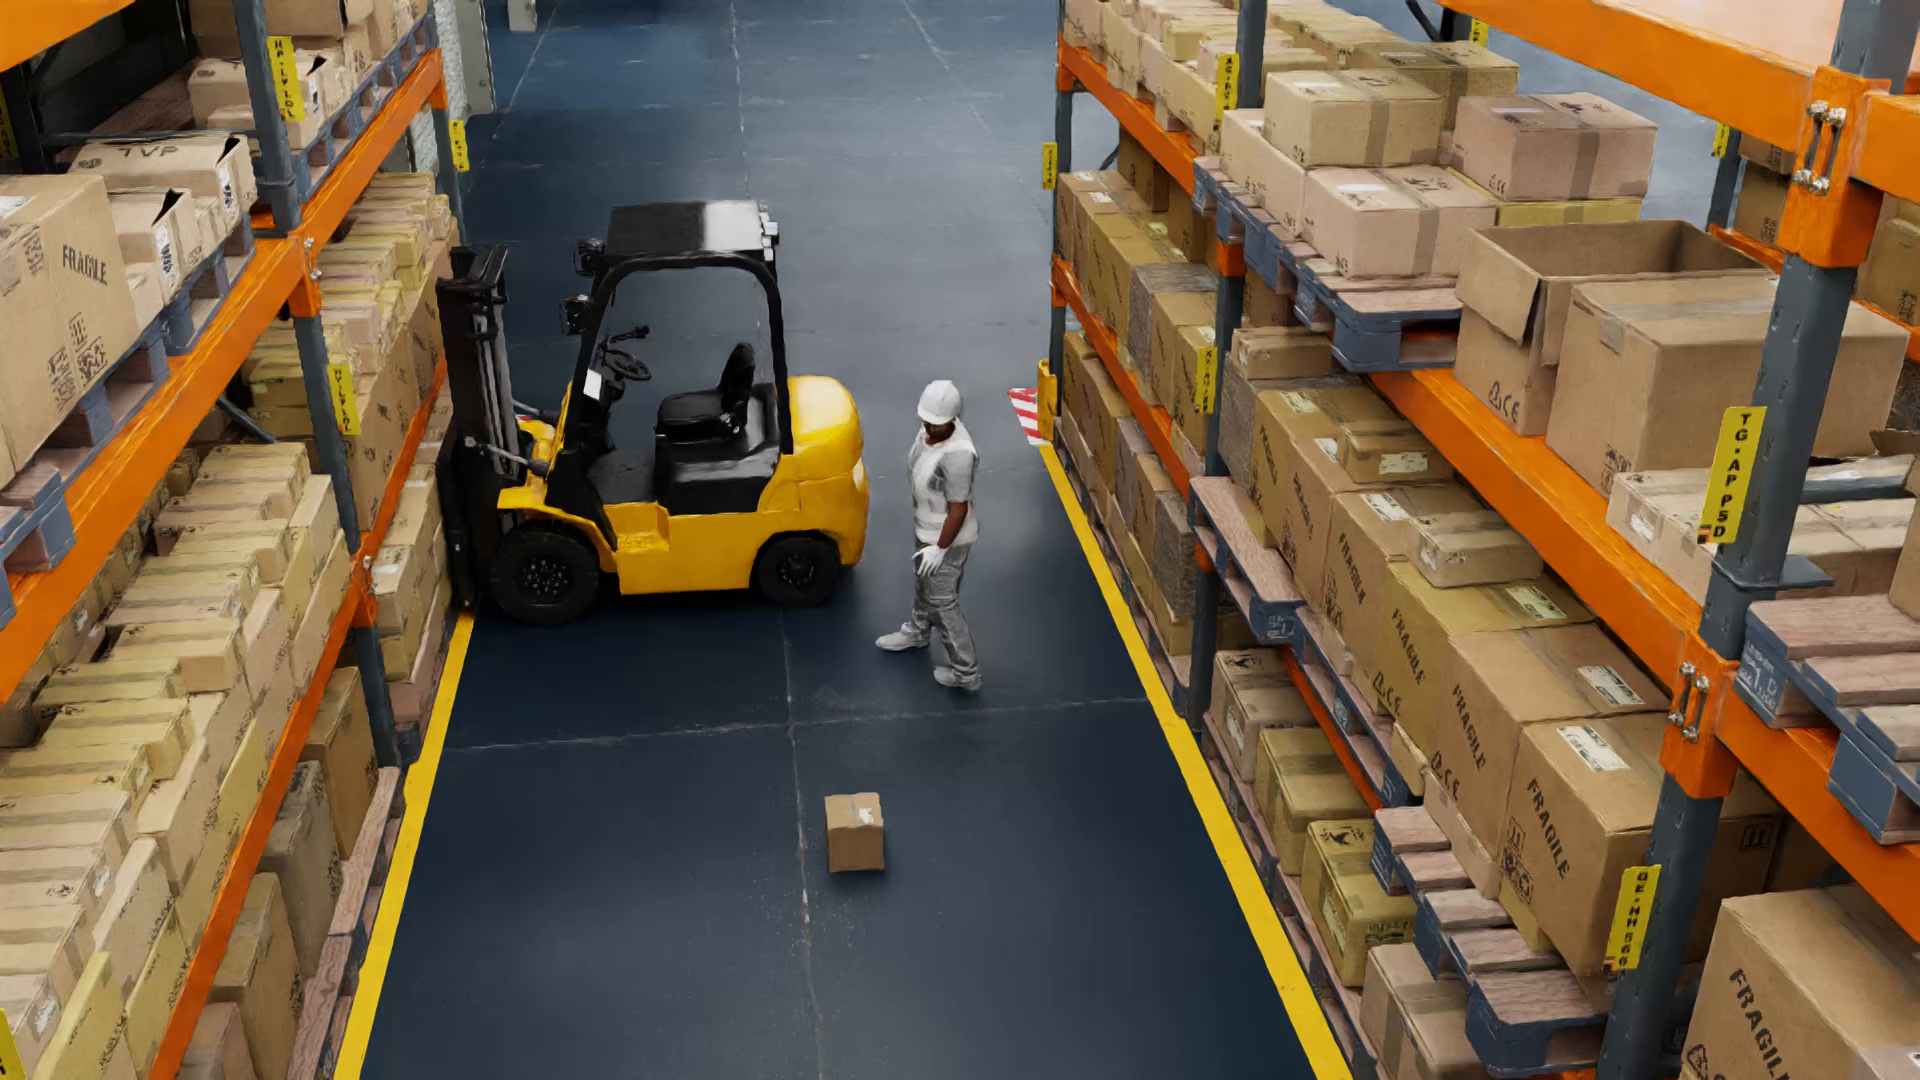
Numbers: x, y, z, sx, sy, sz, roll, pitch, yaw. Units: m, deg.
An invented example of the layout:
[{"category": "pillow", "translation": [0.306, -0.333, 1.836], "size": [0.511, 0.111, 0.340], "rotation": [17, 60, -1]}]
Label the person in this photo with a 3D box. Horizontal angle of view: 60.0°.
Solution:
[{"category": "person", "translation": [-0.174, -0.057, 8.751], "size": [0.564, 1.762, 0.687], "rotation": [-2, 27, -4]}]
